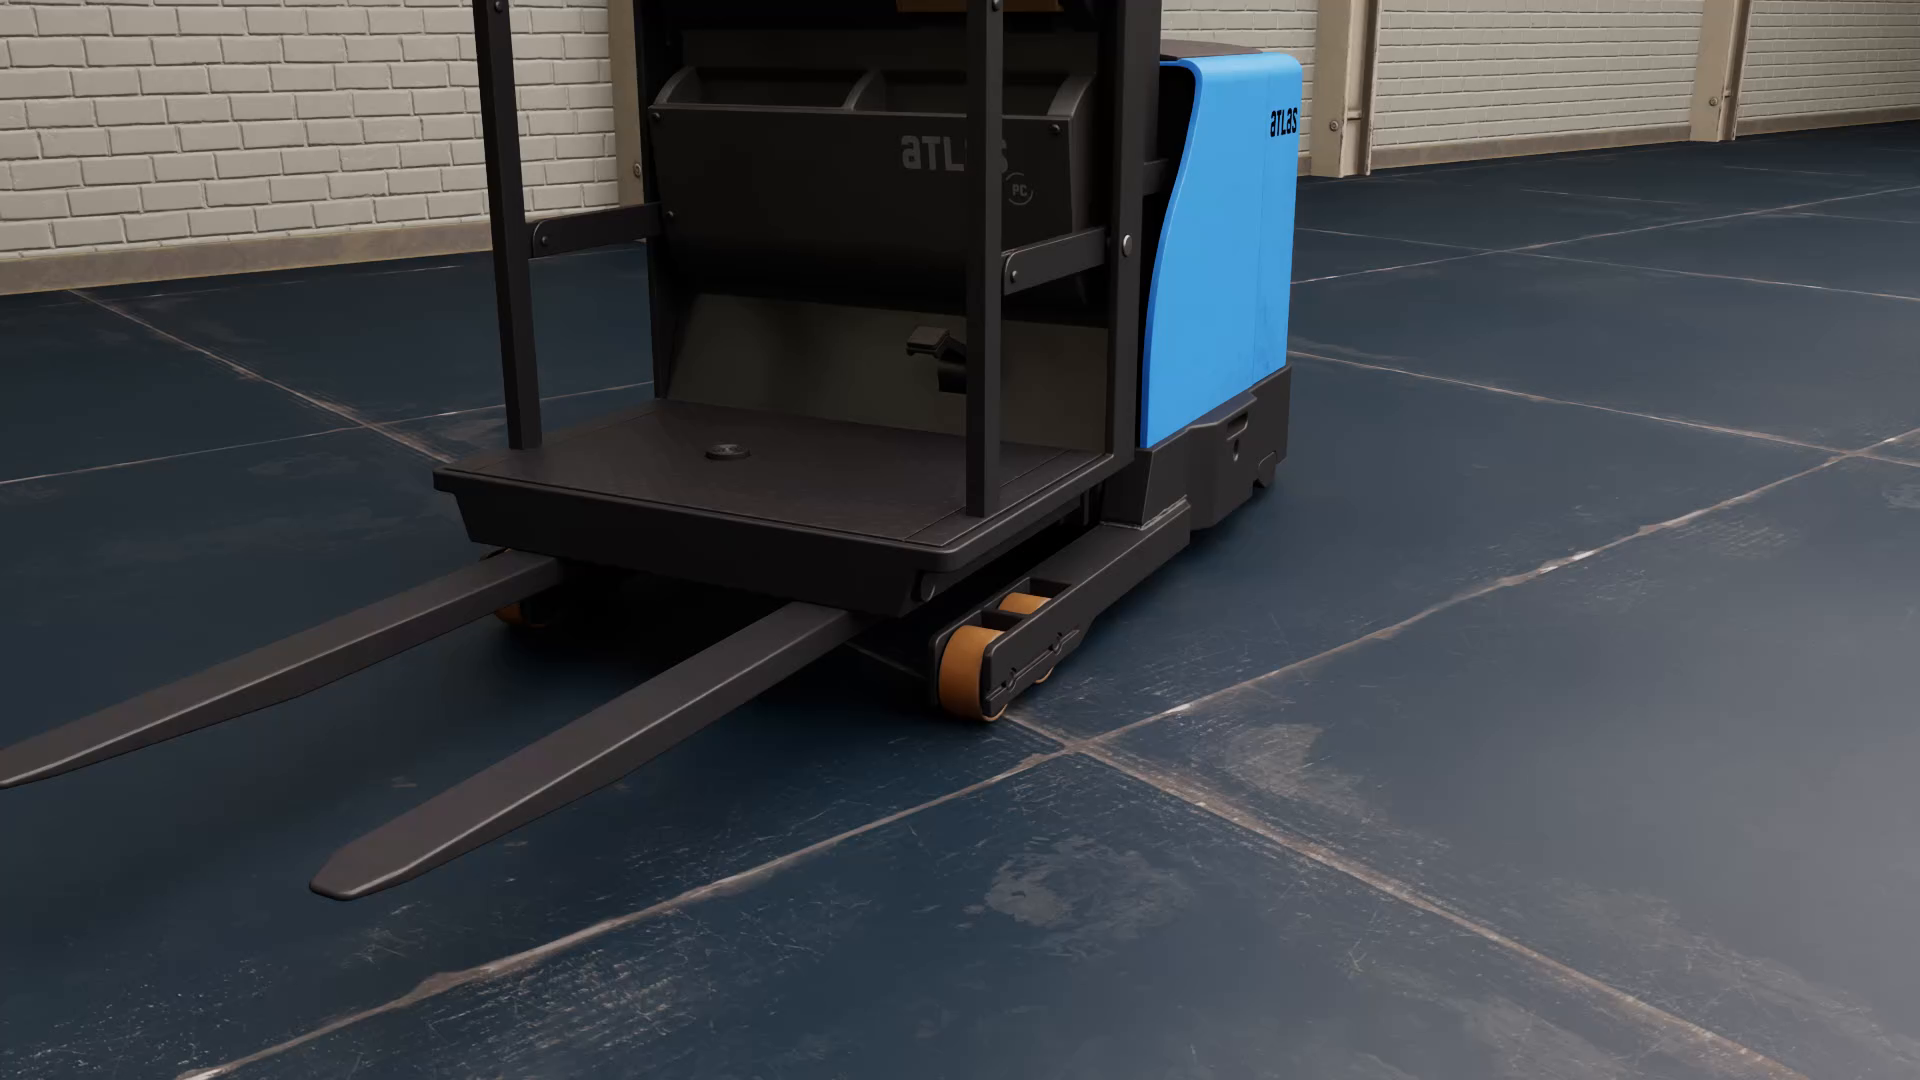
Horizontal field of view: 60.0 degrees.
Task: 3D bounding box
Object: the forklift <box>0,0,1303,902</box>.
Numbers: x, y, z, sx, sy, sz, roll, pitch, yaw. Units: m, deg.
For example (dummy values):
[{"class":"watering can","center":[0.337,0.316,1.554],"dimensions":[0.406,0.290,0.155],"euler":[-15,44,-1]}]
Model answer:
[{"class":"forklift","center":[-0.280,-1.237,2.895],"dimensions":[1.130,2.935,3.031],"euler":[9,19,26]}]
